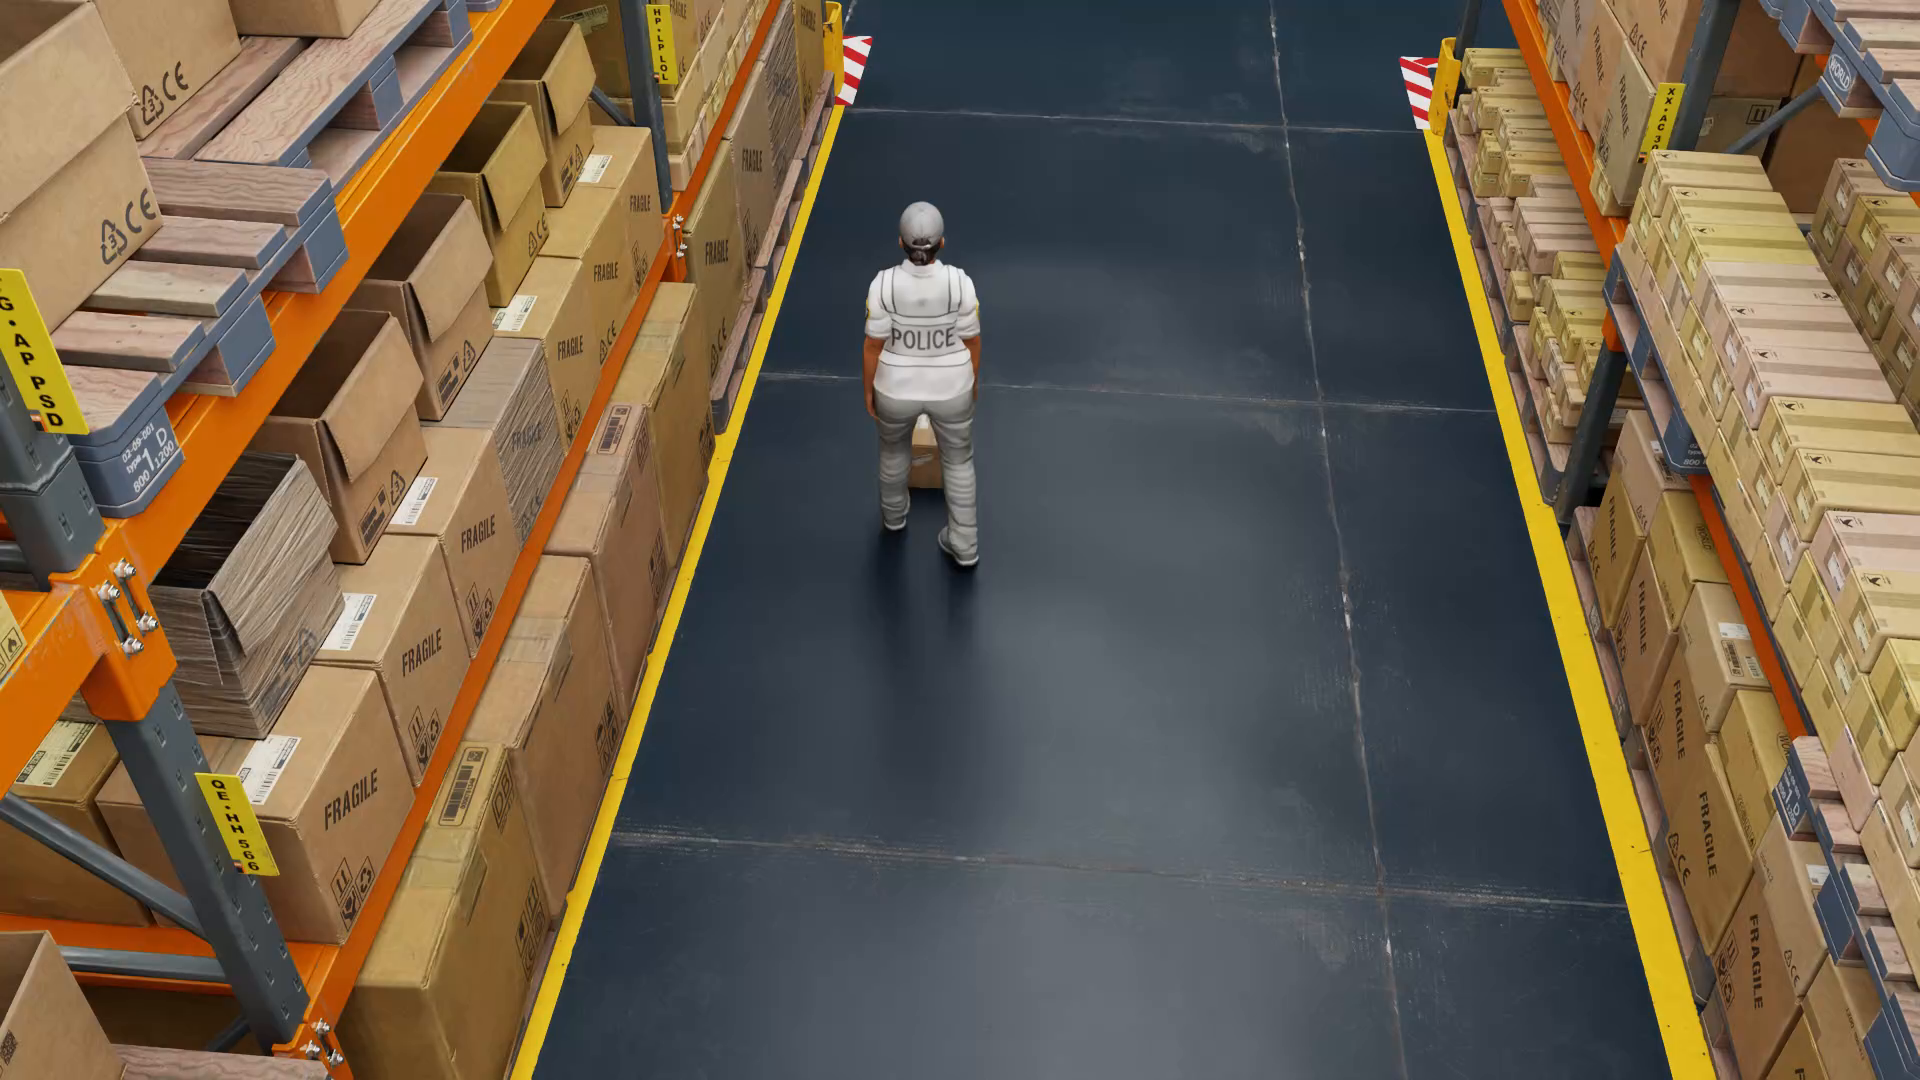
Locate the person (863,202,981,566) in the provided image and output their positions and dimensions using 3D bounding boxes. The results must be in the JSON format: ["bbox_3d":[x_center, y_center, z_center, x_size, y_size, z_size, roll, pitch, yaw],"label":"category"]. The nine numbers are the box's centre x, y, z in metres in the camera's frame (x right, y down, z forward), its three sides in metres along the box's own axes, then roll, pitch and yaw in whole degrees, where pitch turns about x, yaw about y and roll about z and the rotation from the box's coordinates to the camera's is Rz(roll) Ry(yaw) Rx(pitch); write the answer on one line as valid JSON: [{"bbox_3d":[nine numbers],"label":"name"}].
[{"bbox_3d":[-0.159,-0.669,6.947,0.487,1.673,0.583,-1,40,-2],"label":"person"}]
